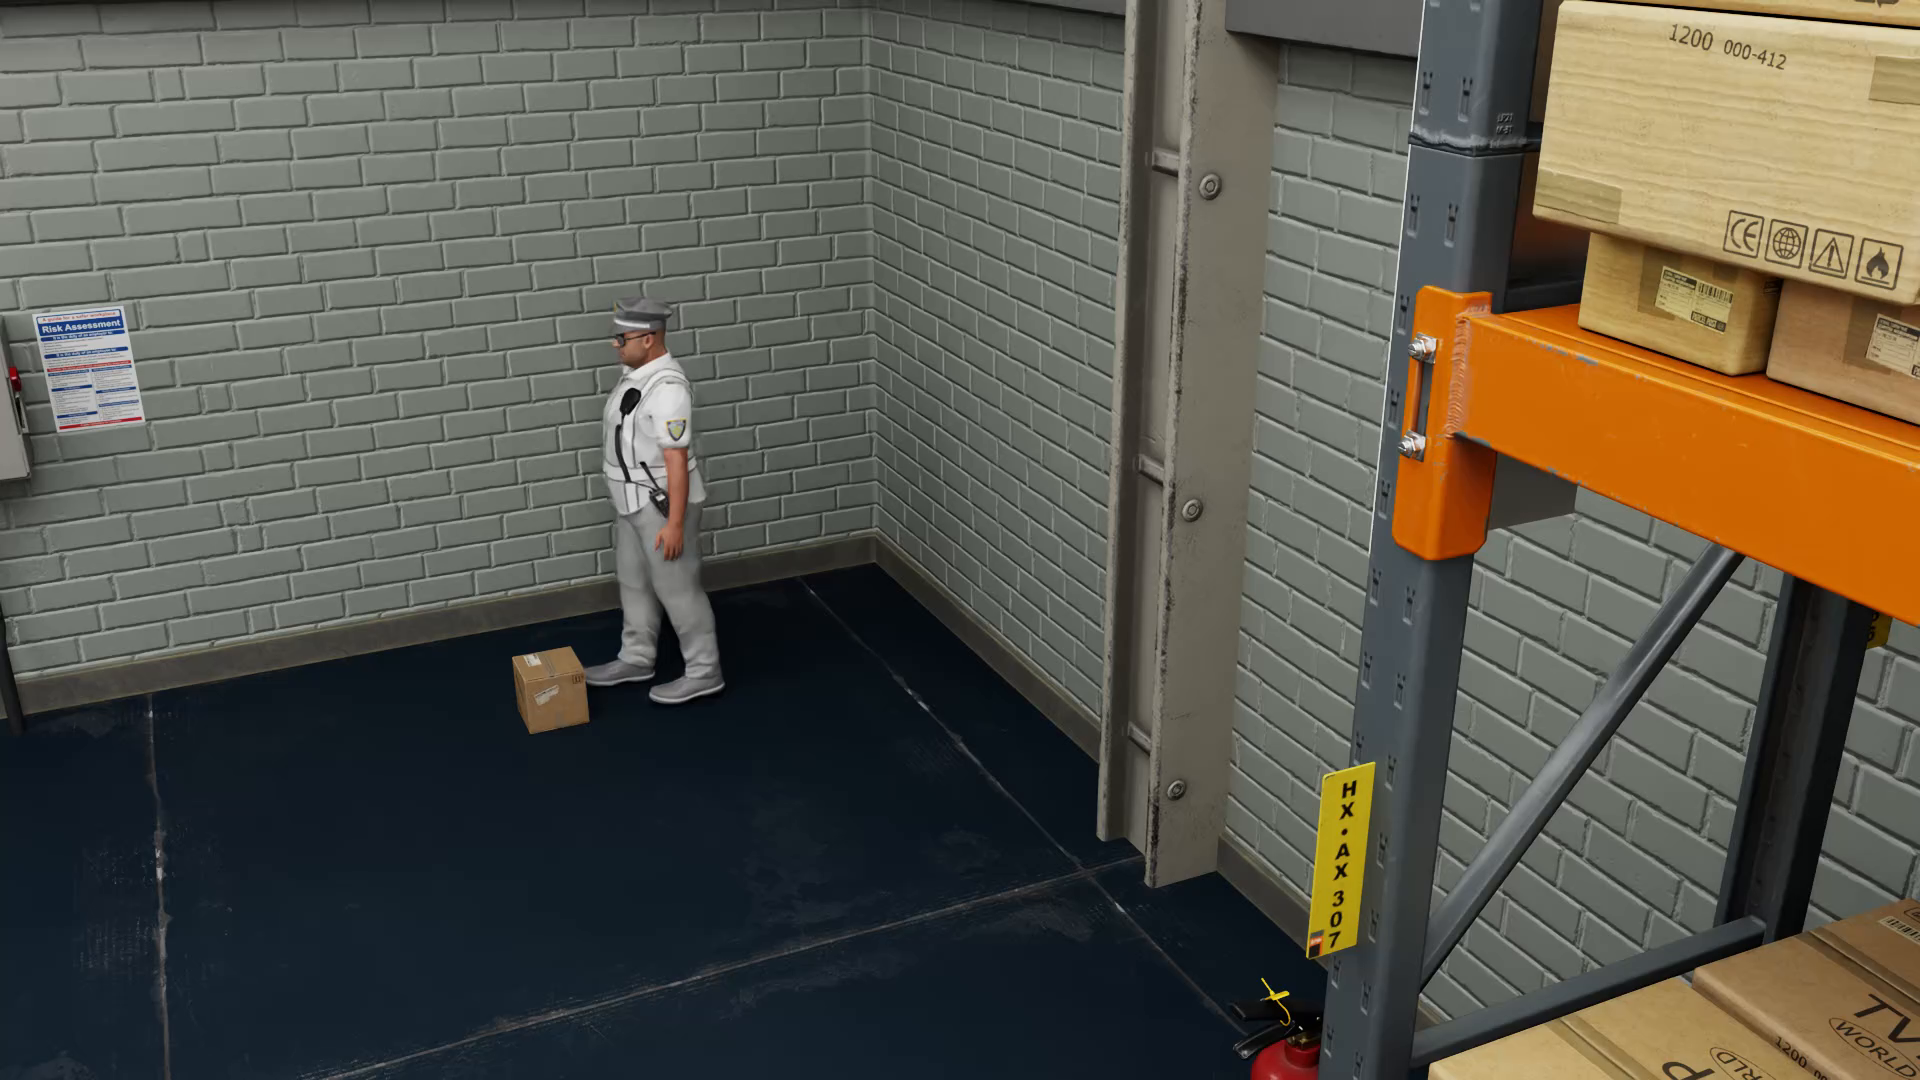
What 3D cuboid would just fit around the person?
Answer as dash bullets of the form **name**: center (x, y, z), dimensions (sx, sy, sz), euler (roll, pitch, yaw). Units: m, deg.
- **person**: center (-1.328, -0.149, 6.917), dimensions (0.560, 1.750, 0.561), euler (-10, 24, -24)
